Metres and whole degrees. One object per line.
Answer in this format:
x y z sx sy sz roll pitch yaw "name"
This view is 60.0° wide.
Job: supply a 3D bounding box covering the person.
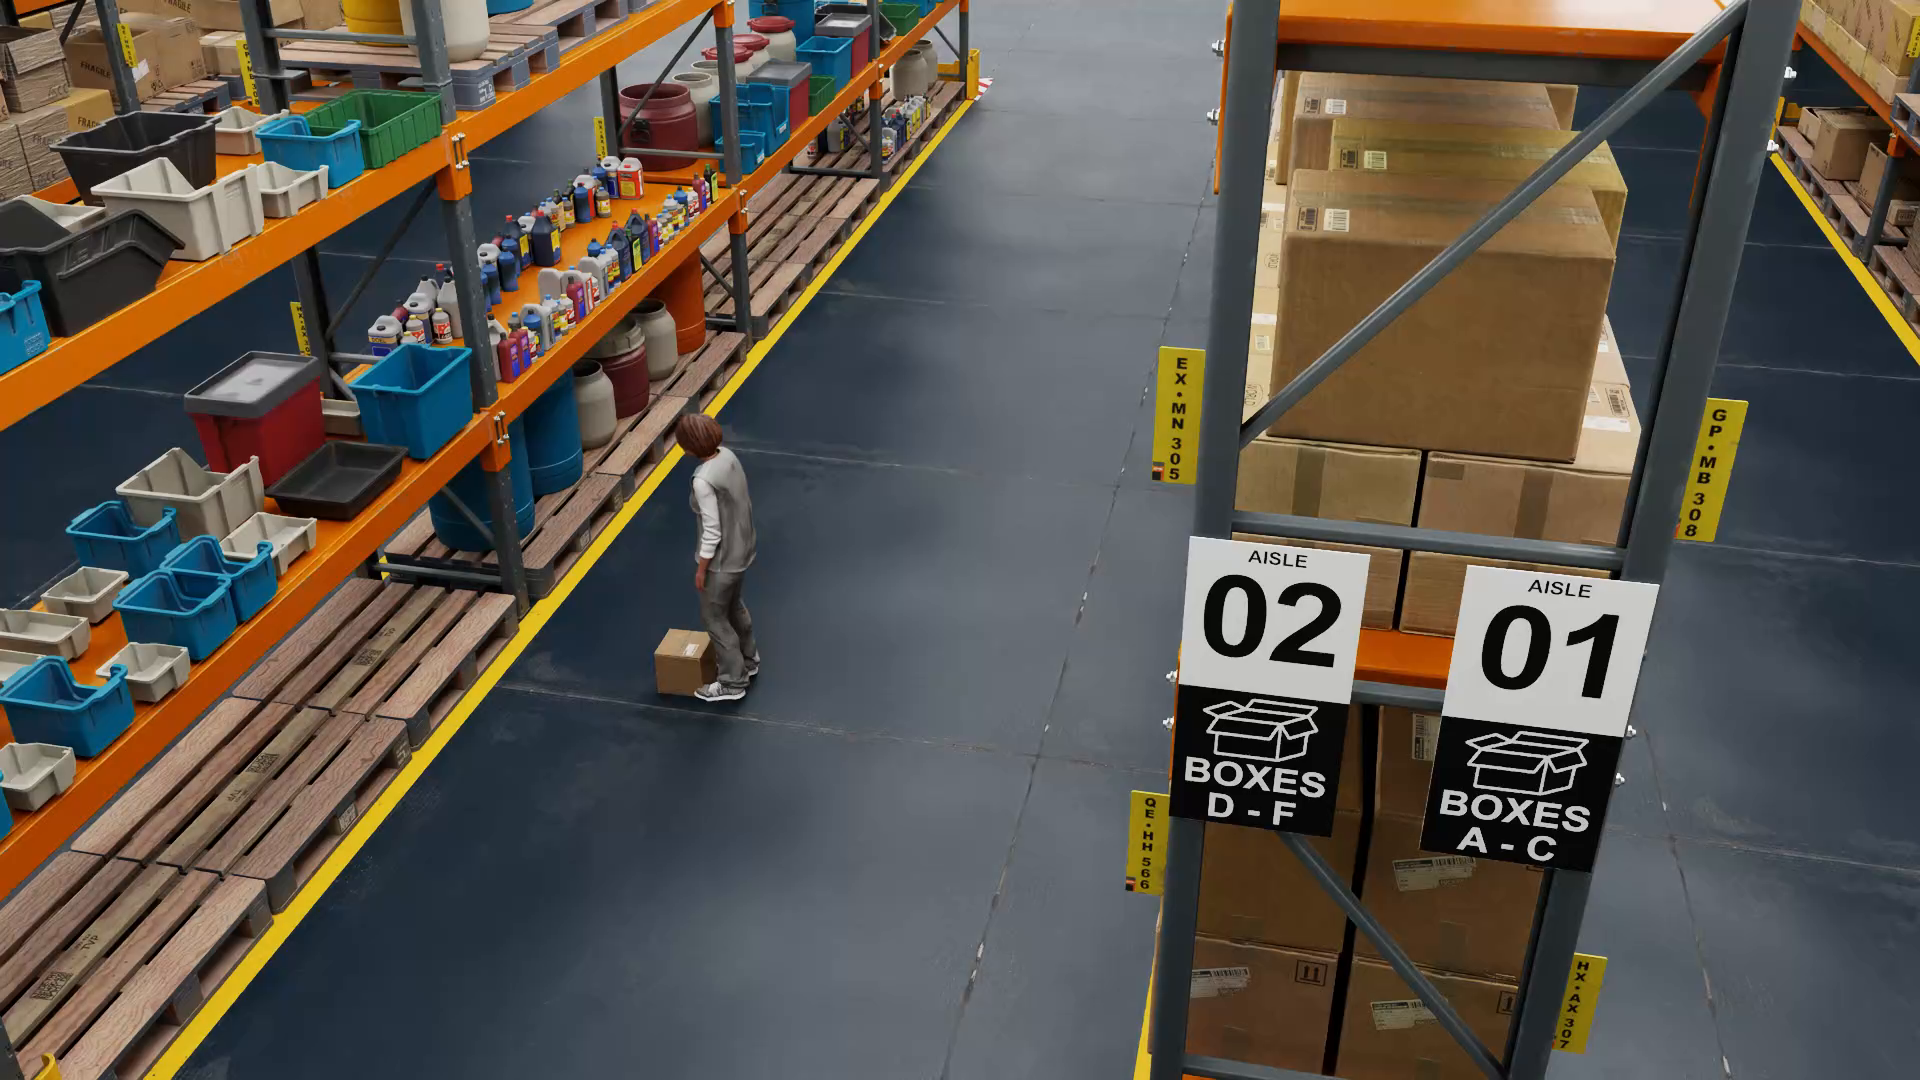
-1.213 0.086 8.463 0.343 1.593 0.462 6 30 11 "person"
